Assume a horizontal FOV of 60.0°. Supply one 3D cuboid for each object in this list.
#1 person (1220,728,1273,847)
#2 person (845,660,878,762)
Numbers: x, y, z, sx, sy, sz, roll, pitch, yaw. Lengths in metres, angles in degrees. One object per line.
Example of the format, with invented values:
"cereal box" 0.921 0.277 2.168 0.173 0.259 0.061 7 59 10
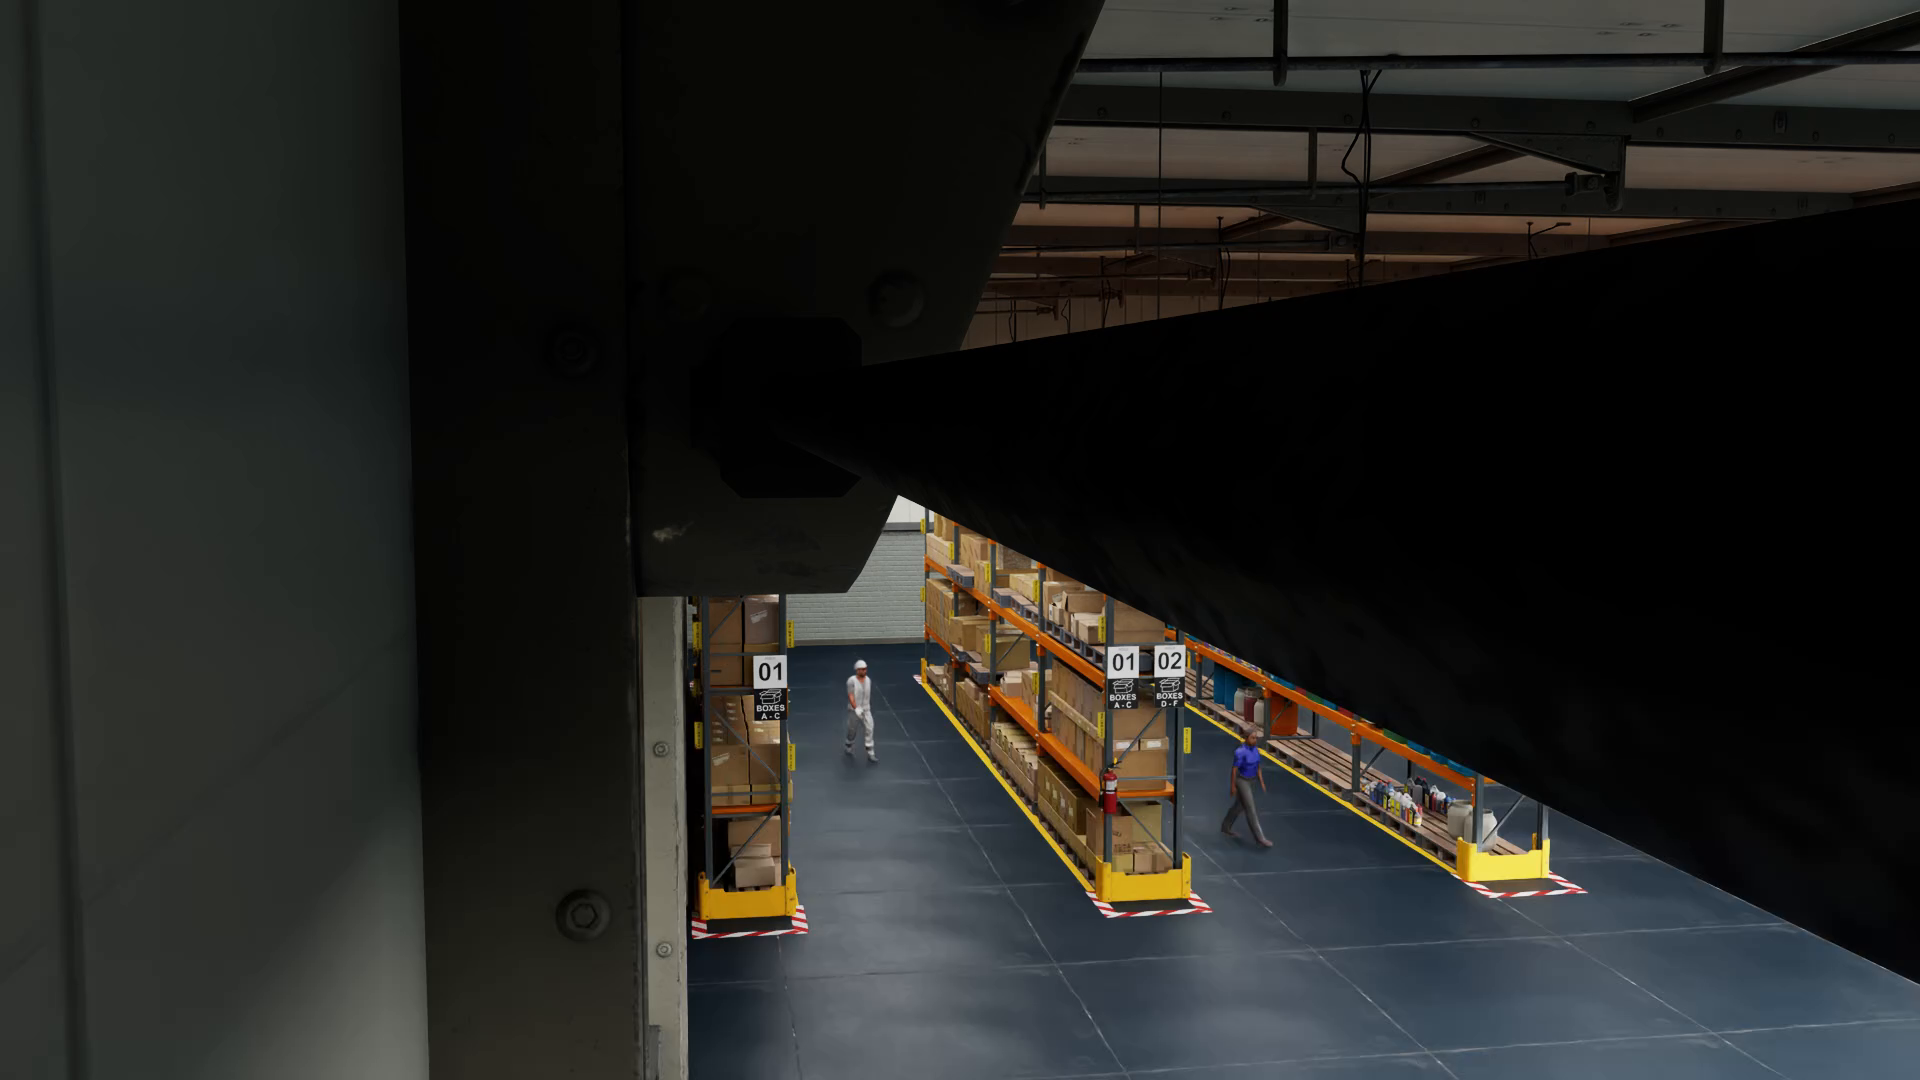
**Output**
"person" 4.069 3.453 23.405 0.978 1.588 0.492 4 6 38
"person" -1.696 2.938 28.689 0.510 1.721 1.068 -3 6 -27
